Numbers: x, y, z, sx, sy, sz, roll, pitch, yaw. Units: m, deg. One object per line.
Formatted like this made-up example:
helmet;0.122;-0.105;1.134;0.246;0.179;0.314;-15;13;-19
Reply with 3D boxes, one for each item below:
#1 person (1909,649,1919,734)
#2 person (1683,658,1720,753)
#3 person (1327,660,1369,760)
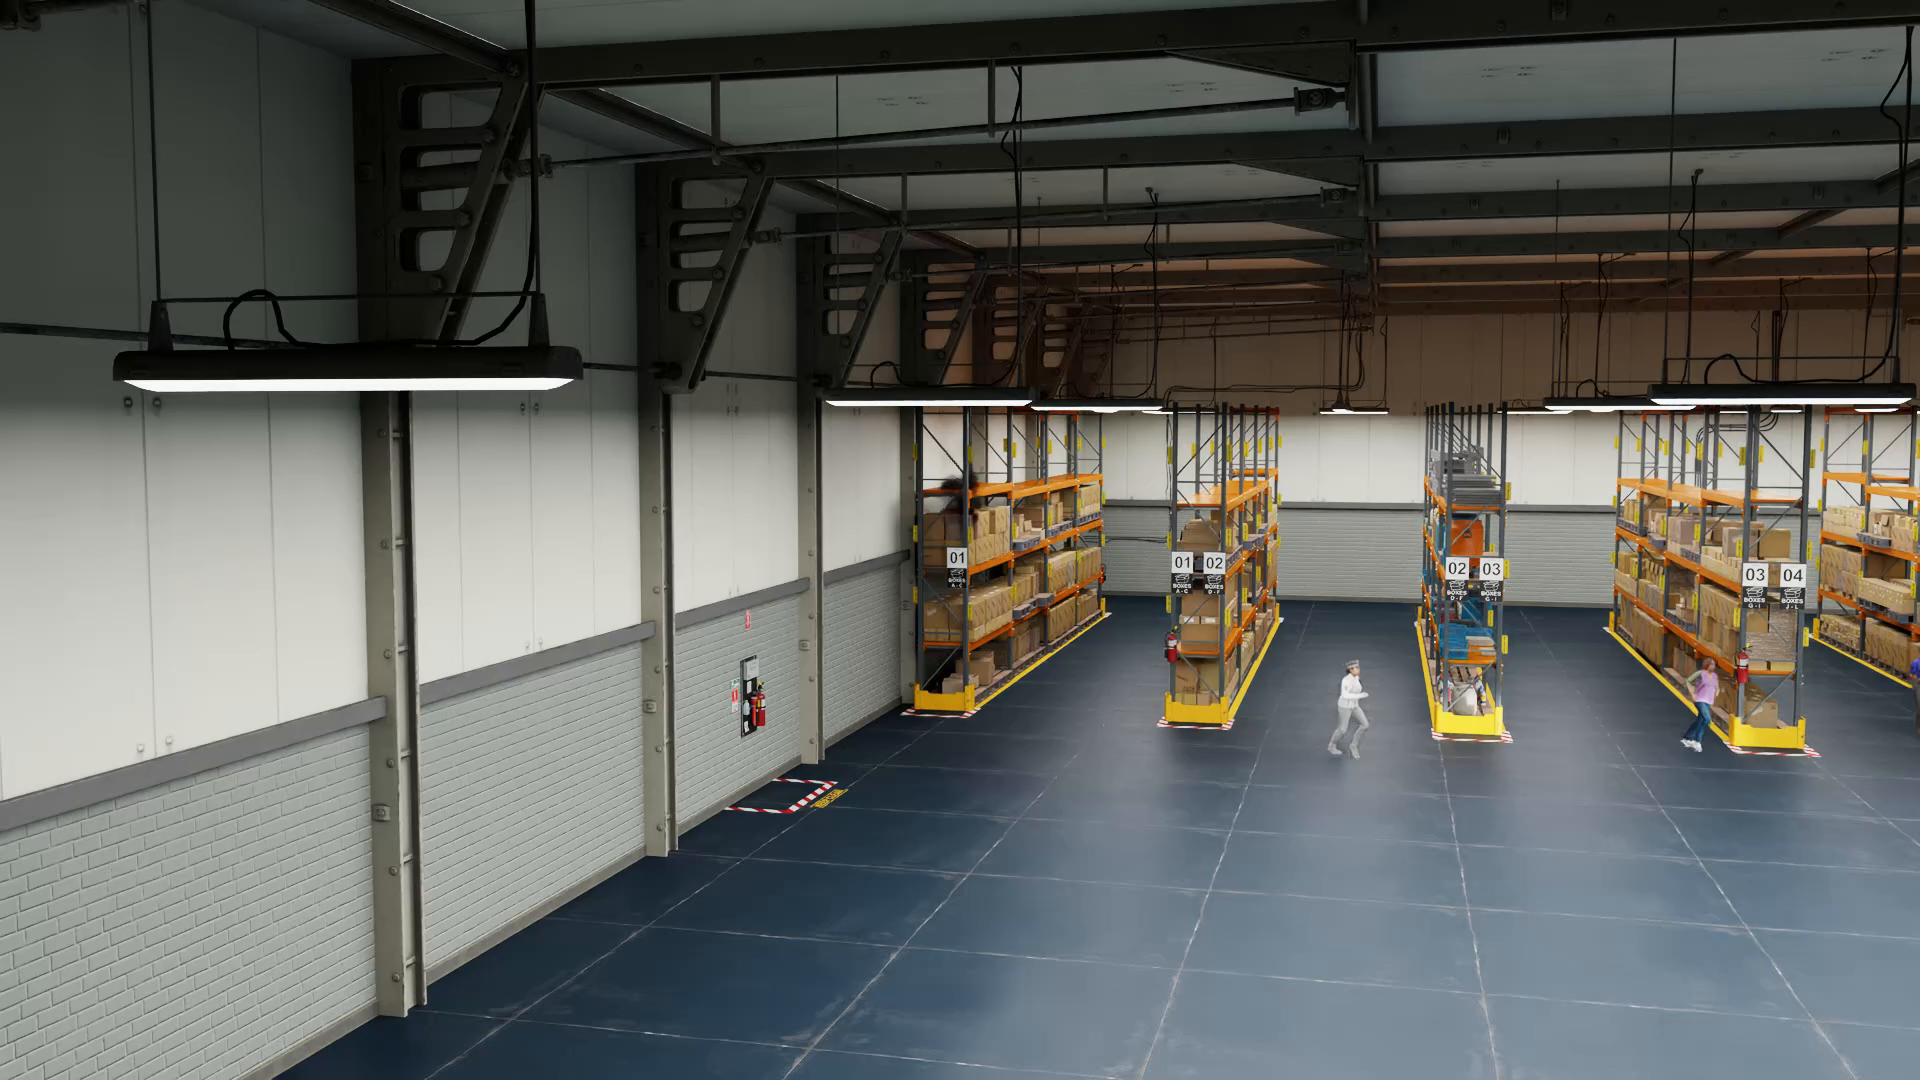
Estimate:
person;17.391;2.705;29.894;0.565;1.601;0.548;0;4;4
person;12.801;2.824;28.637;0.532;1.595;0.637;-2;5;-21
person;6.517;2.801;27.859;0.795;1.643;0.640;4;6;45
